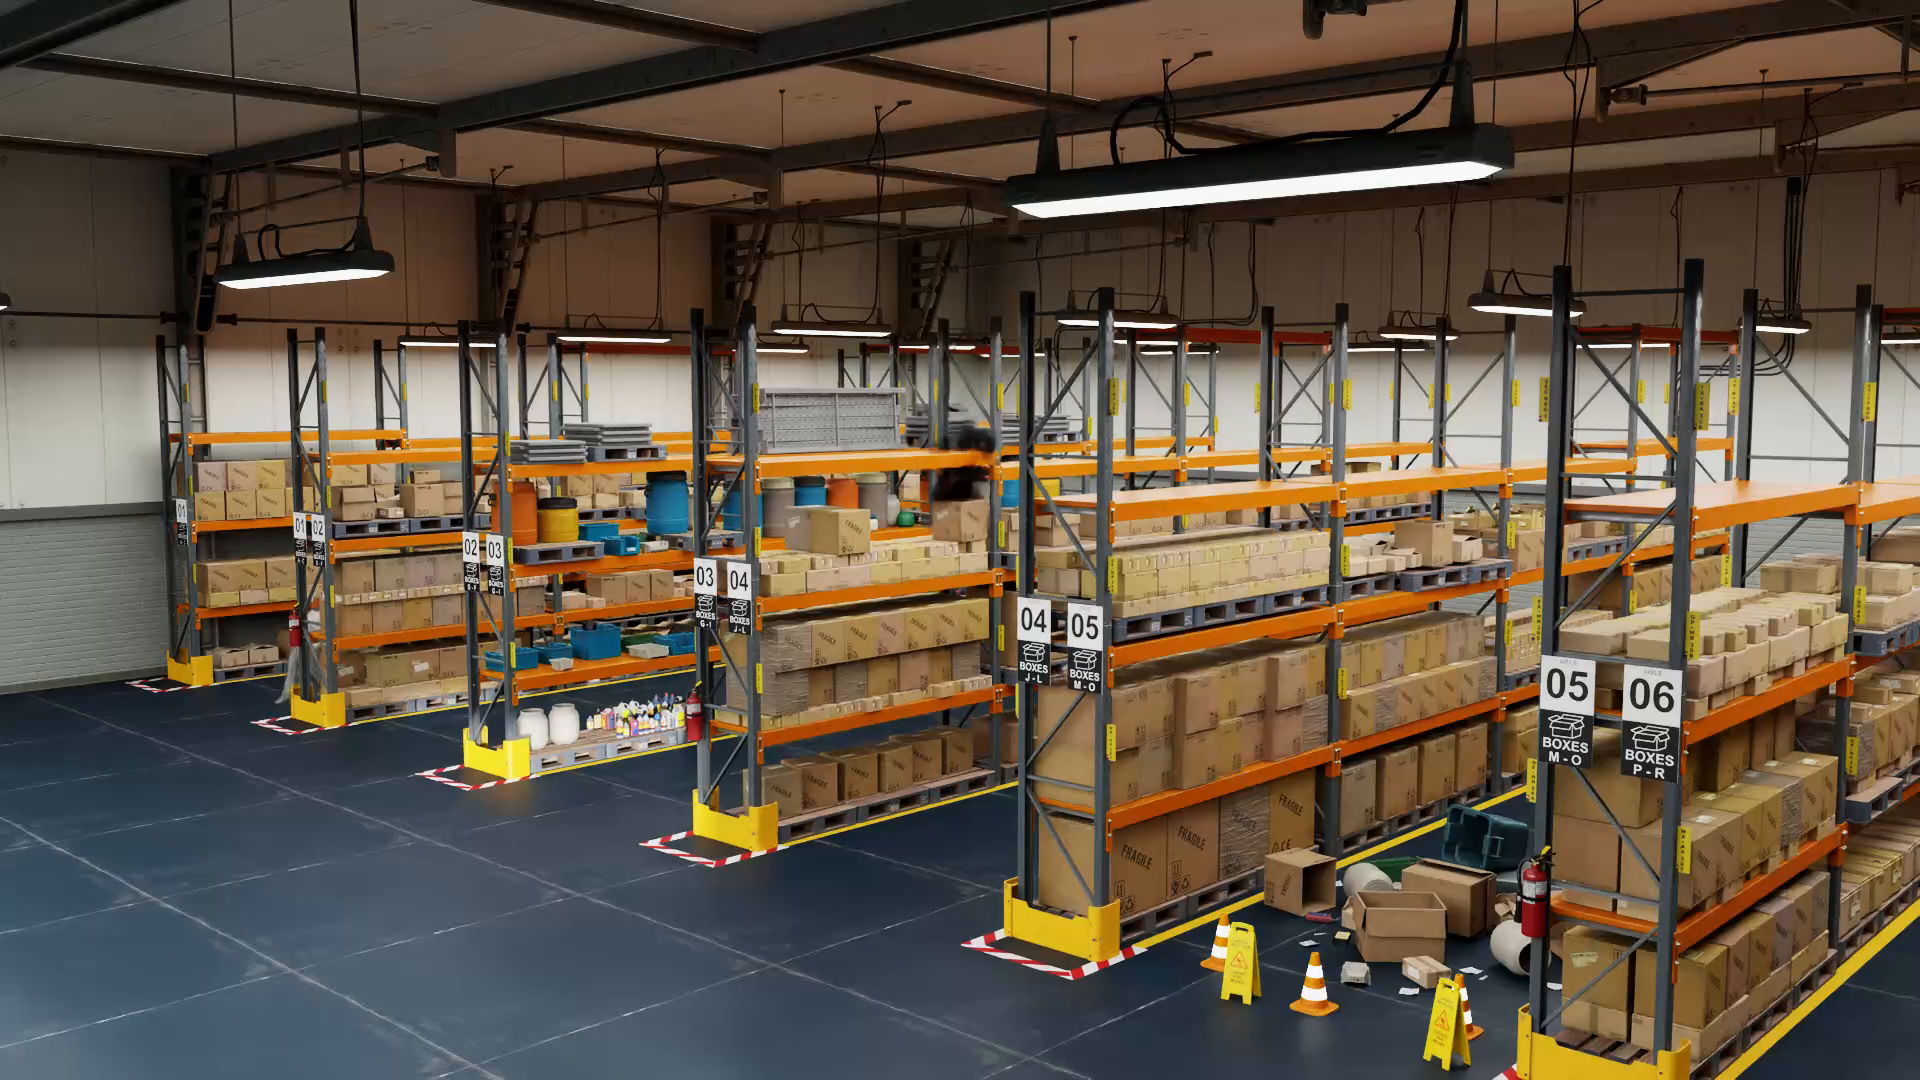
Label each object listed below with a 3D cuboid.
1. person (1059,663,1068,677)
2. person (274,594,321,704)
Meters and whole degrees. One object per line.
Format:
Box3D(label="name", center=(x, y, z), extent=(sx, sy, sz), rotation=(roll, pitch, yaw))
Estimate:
Box3D(label="person", center=(1.308, 2.242, 18.923), extent=(0.678, 1.734, 0.593), rotation=(4, 6, 34))
Box3D(label="person", center=(-10.578, 1.735, 26.933), extent=(0.712, 1.755, 0.978), rotation=(3, 6, 30))
